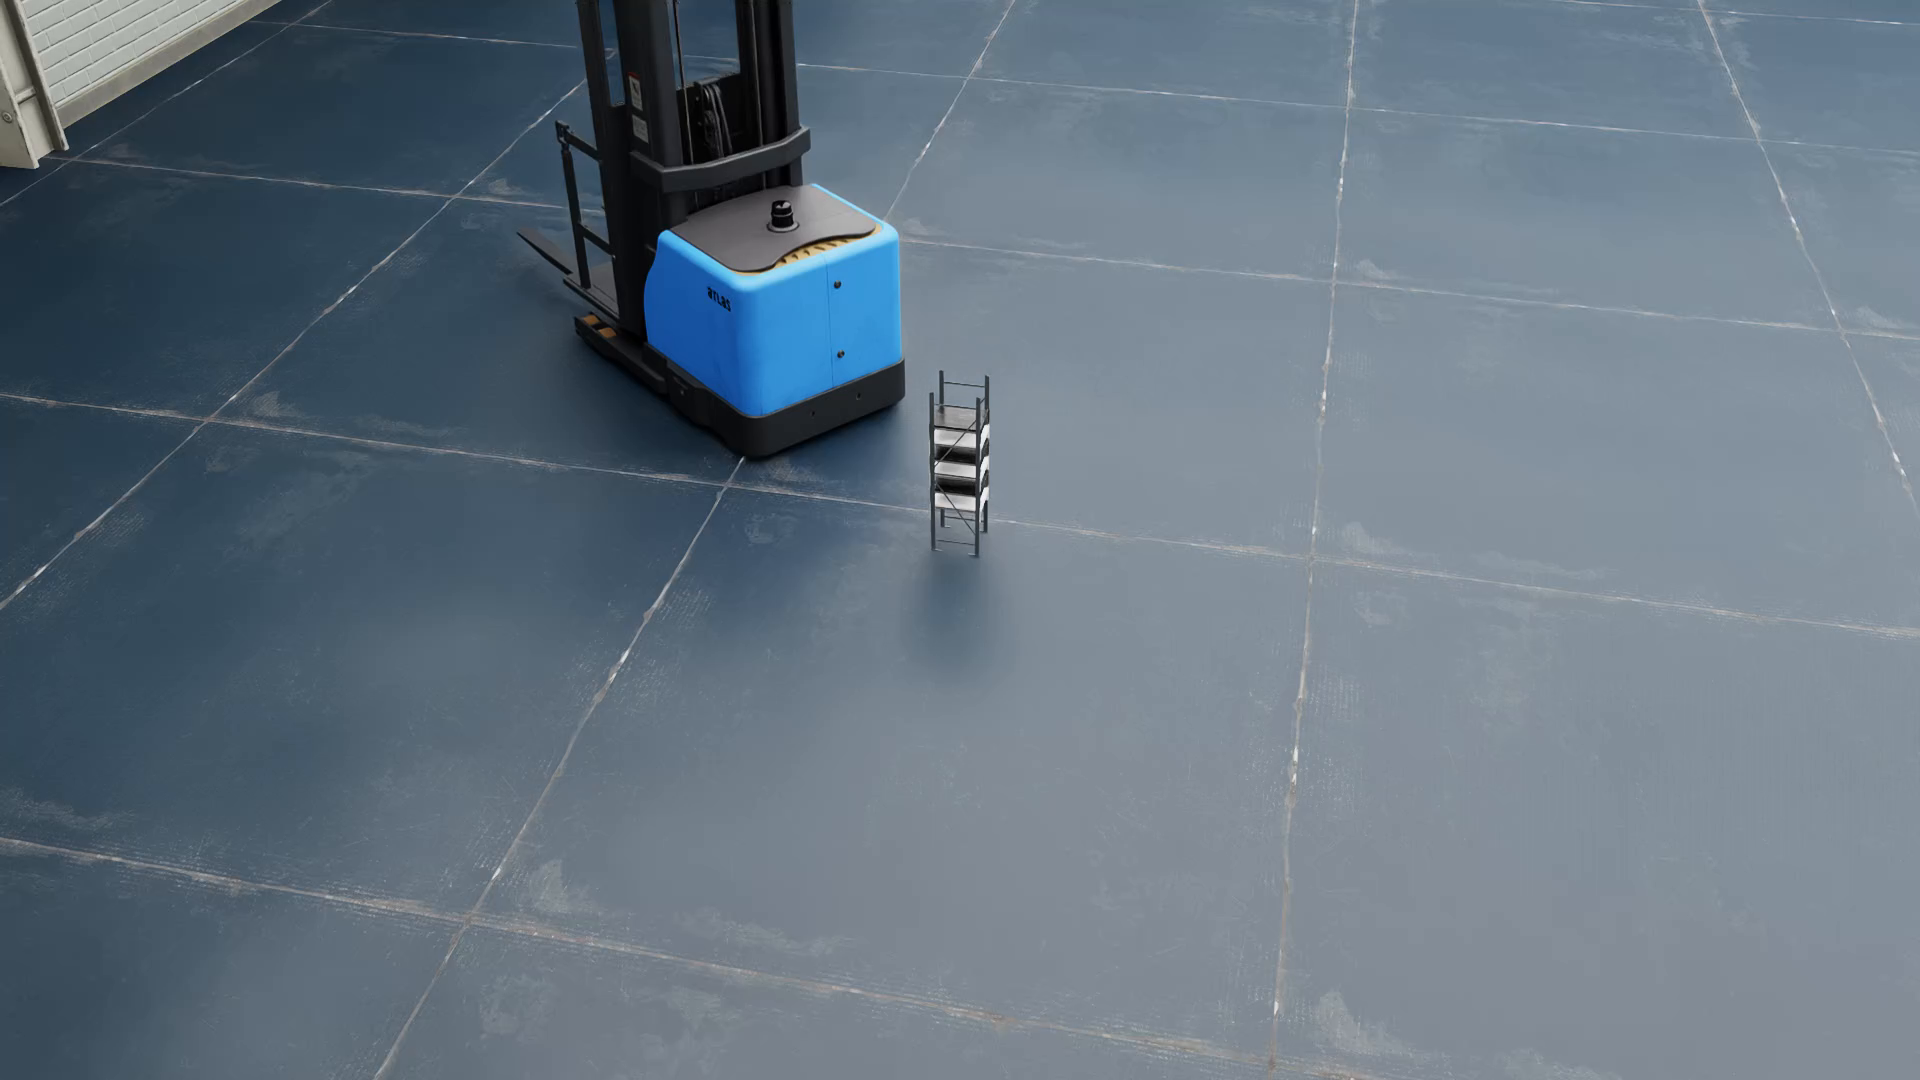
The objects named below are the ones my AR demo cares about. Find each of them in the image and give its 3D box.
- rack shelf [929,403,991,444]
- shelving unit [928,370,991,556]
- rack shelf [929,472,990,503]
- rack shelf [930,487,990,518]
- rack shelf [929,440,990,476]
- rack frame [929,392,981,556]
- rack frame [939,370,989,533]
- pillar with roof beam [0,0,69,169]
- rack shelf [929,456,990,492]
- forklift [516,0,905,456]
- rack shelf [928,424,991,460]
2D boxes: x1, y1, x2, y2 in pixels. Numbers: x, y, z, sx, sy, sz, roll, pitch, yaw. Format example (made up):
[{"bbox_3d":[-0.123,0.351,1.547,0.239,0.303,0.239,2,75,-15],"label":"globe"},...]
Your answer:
[{"bbox_3d":[-0.002,-0.551,7.841,0.258,0.077,0.200,7,37,10],"label":"rack shelf"},{"bbox_3d":[-0.002,-0.360,7.980,0.258,0.900,0.210,7,37,10],"label":"shelving unit"},{"bbox_3d":[-0.002,-0.260,8.052,0.258,0.077,0.200,7,37,10],"label":"rack shelf"},{"bbox_3d":[-0.002,-0.187,8.105,0.258,0.077,0.200,7,37,10],"label":"rack shelf"},{"bbox_3d":[-0.002,-0.406,7.946,0.258,0.077,0.200,7,37,10],"label":"rack shelf"},{"bbox_3d":[-0.023,-0.301,7.899,0.240,0.900,0.006,7,37,10],"label":"rack frame"},{"bbox_3d":[0.020,-0.418,8.060,0.240,0.900,0.006,7,37,10],"label":"rack frame"},{"bbox_3d":[-2.536,-5.896,8.717,9.100,9.000,0.400,7,37,10],"label":"pillar with roof beam"},{"bbox_3d":[-0.002,-0.333,7.999,0.258,0.077,0.200,7,37,10],"label":"rack shelf"},{"bbox_3d":[-1.622,-2.427,9.101,1.130,2.935,3.031,-25,43,-31],"label":"forklift"},{"bbox_3d":[-0.002,-0.478,7.893,0.258,0.077,0.200,7,37,10],"label":"rack shelf"}]
